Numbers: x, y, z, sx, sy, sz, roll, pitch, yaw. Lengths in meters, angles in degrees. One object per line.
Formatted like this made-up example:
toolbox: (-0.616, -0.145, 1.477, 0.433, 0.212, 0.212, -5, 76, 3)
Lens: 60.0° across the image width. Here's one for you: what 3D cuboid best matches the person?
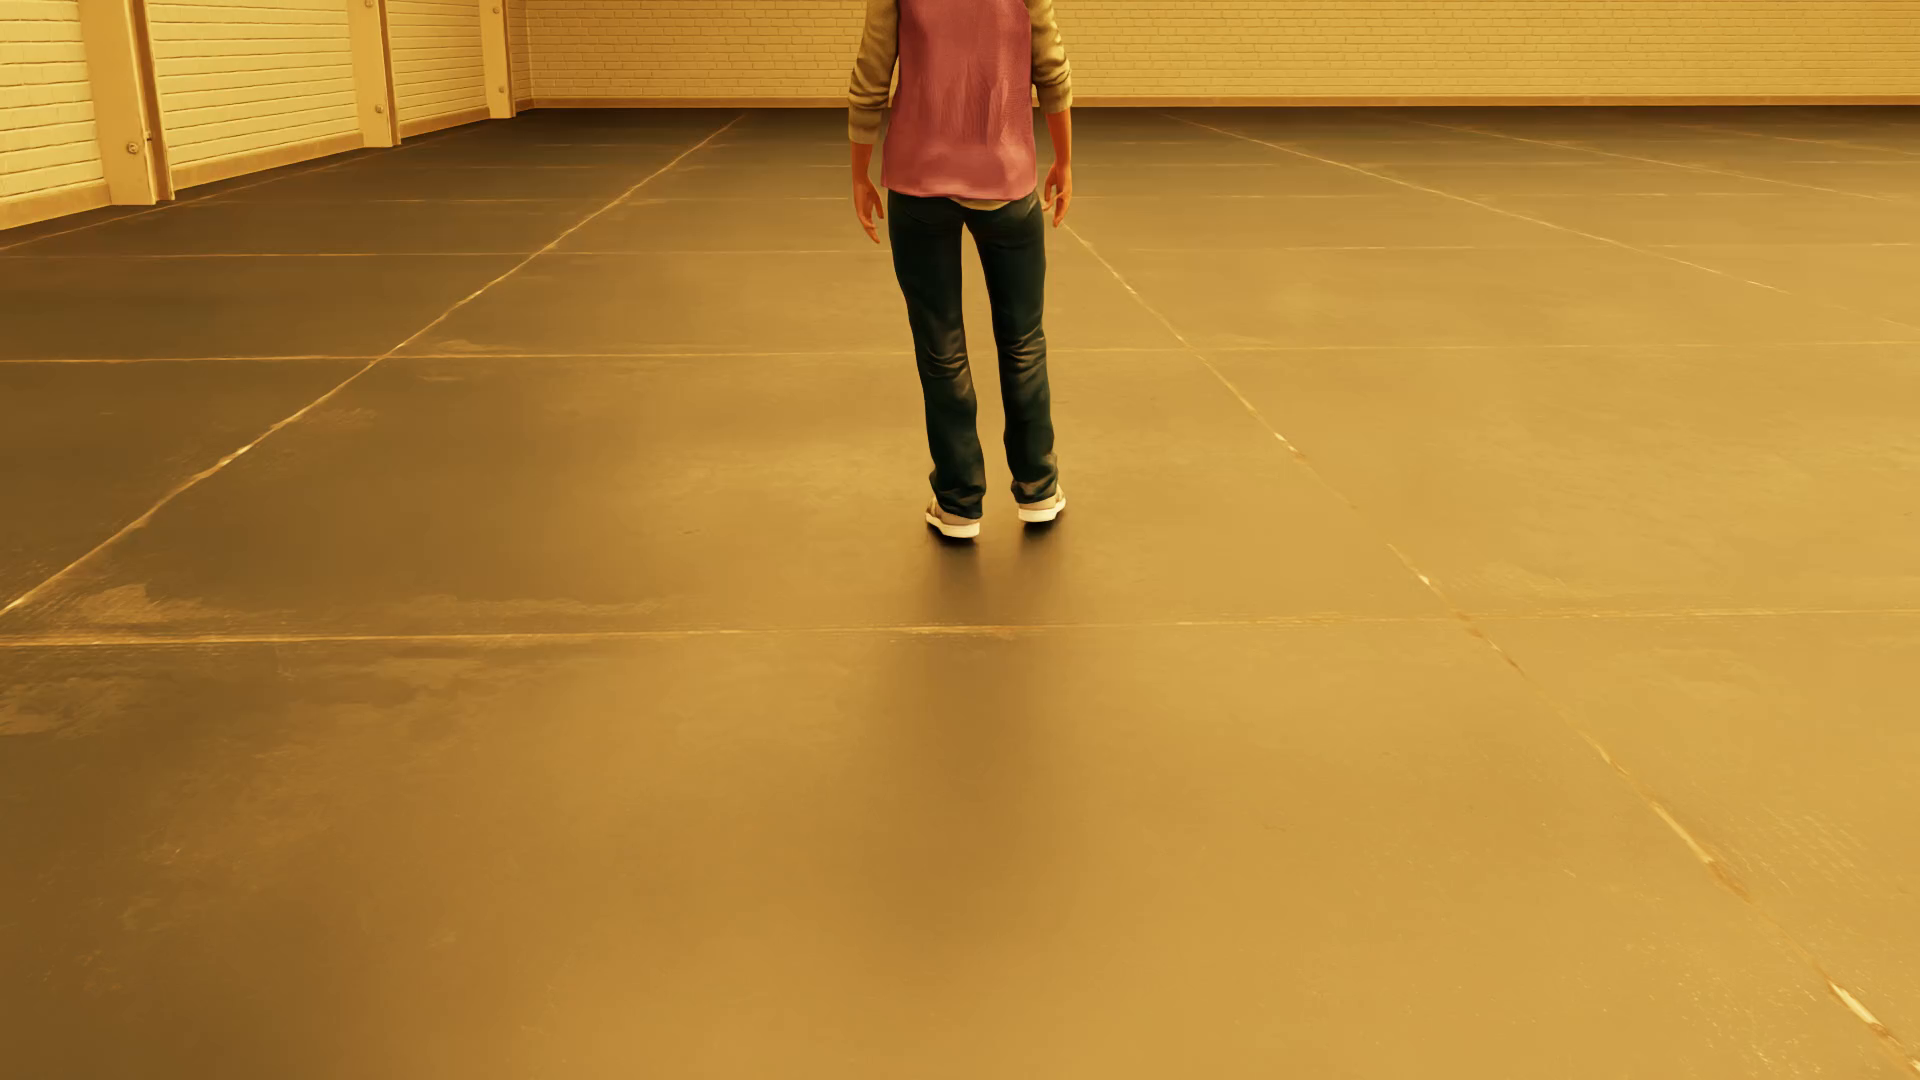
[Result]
person: (0.010, -0.793, 3.754, 0.520, 1.599, 0.473, -1, 17, -3)
